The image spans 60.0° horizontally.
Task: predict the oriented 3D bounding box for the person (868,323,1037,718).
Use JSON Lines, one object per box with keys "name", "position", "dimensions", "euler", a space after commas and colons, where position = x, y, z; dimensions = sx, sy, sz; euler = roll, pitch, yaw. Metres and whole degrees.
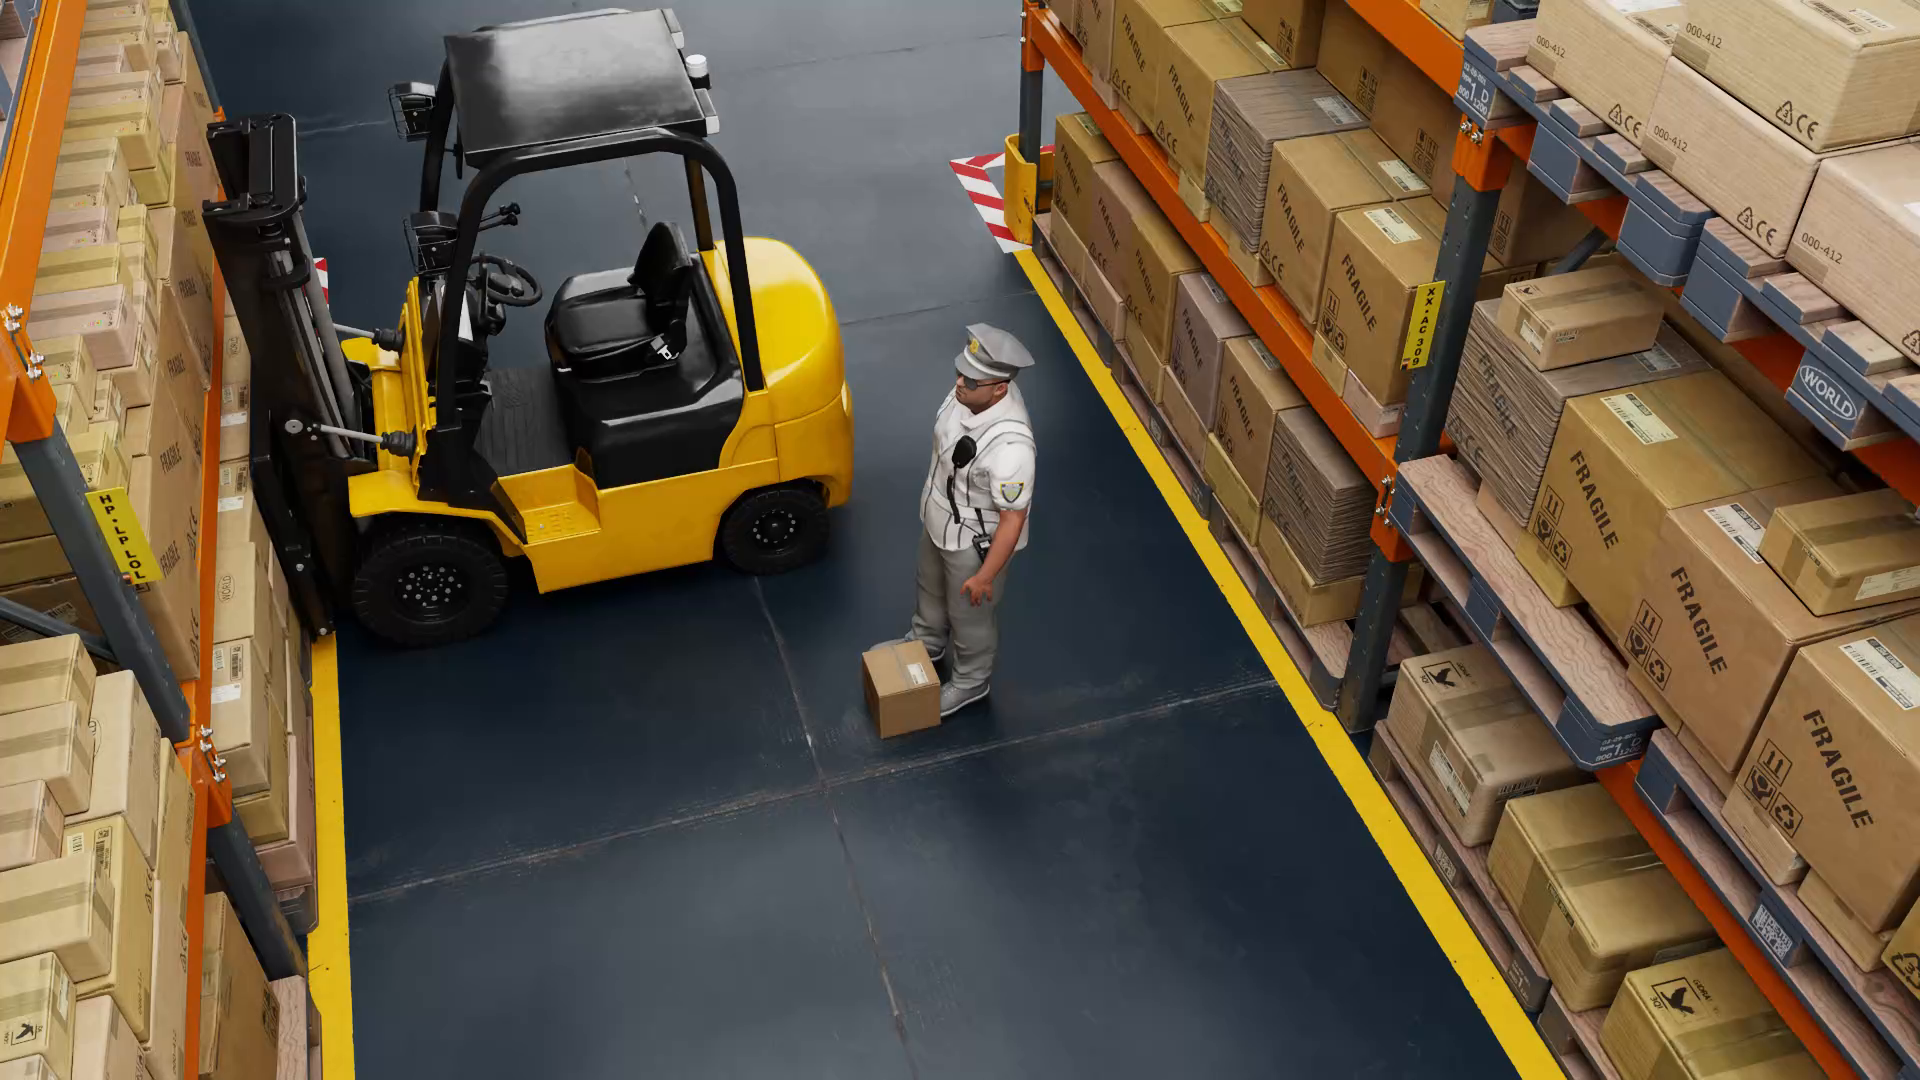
{"name": "person", "position": [-0.037, -0.045, 6.170], "dimensions": [0.575, 1.780, 0.640], "euler": [-12, 43, -13]}
